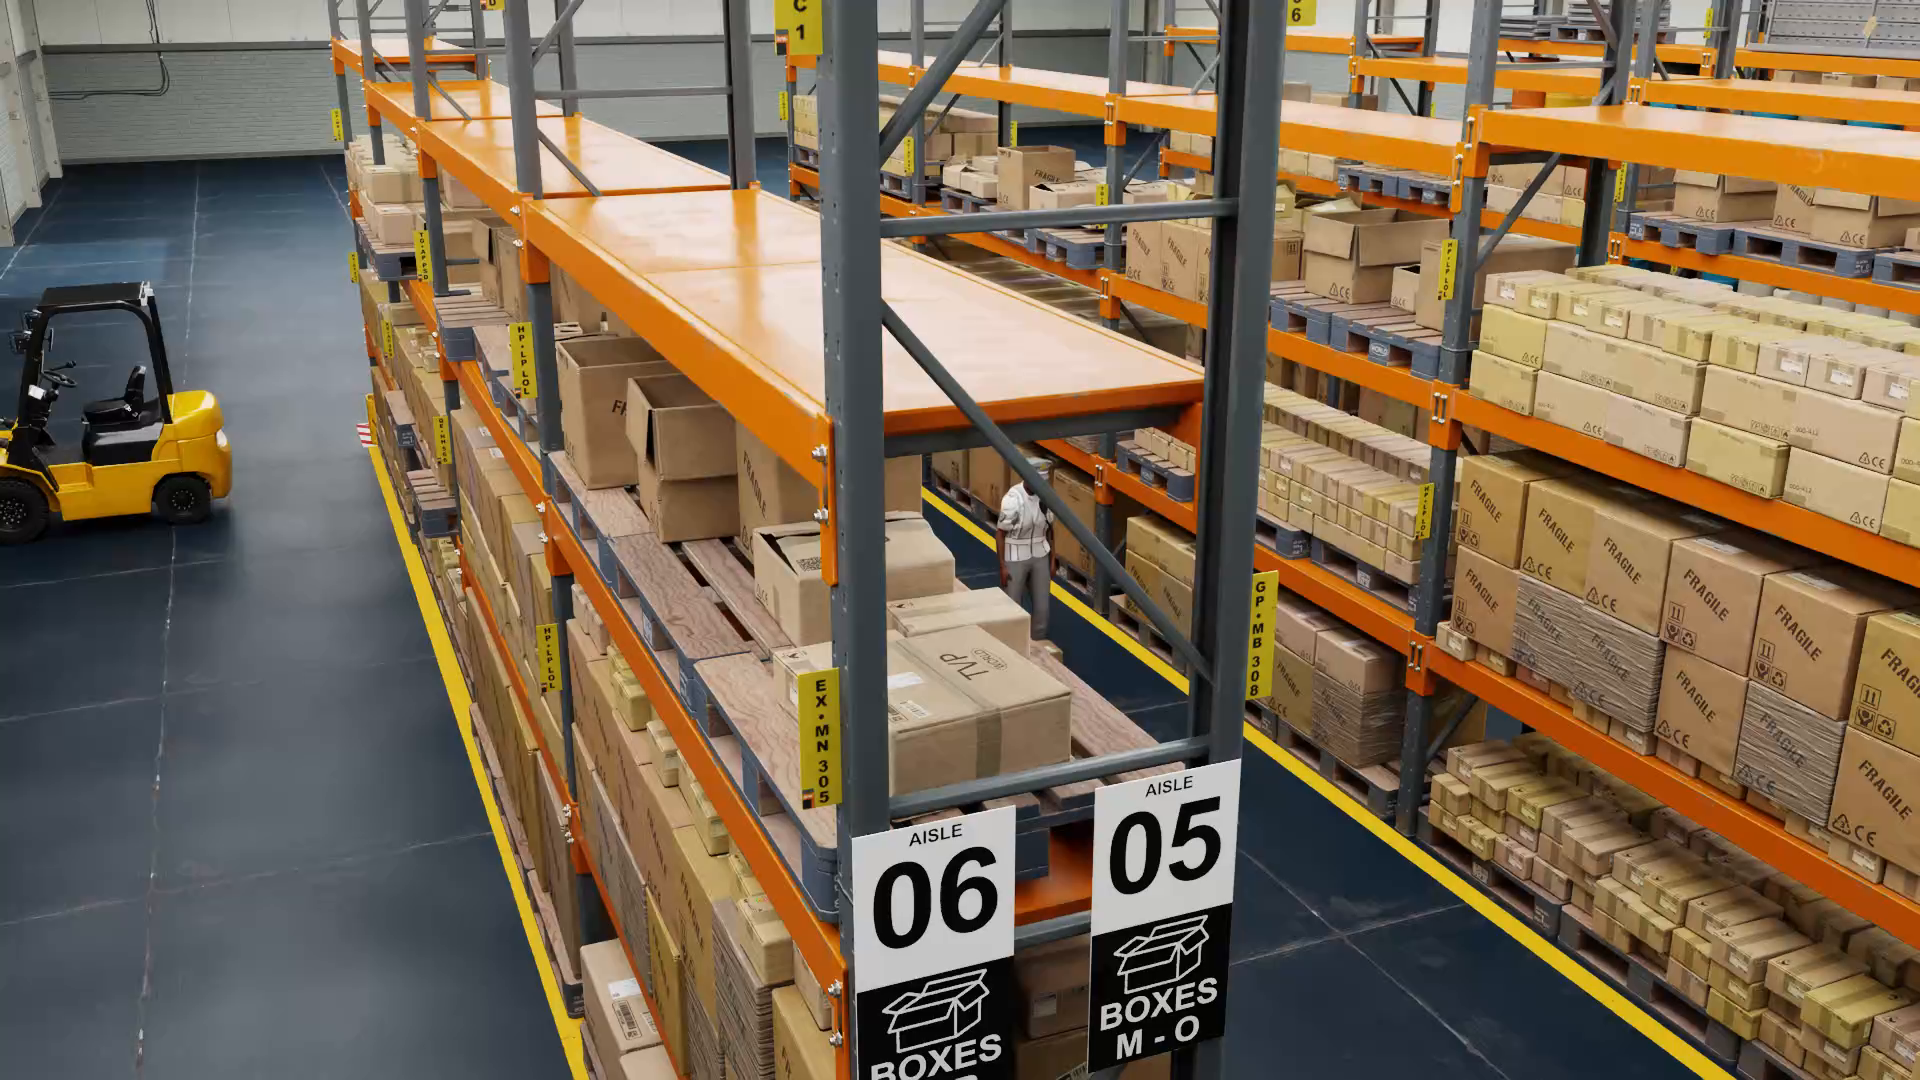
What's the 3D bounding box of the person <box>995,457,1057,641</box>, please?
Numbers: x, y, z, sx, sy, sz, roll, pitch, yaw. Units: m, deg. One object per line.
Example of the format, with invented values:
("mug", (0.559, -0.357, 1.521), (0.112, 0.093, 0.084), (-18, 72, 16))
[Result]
("person", (0.494, 0.184, 12.298), (0.509, 1.658, 0.425), (-9, 21, -24))
